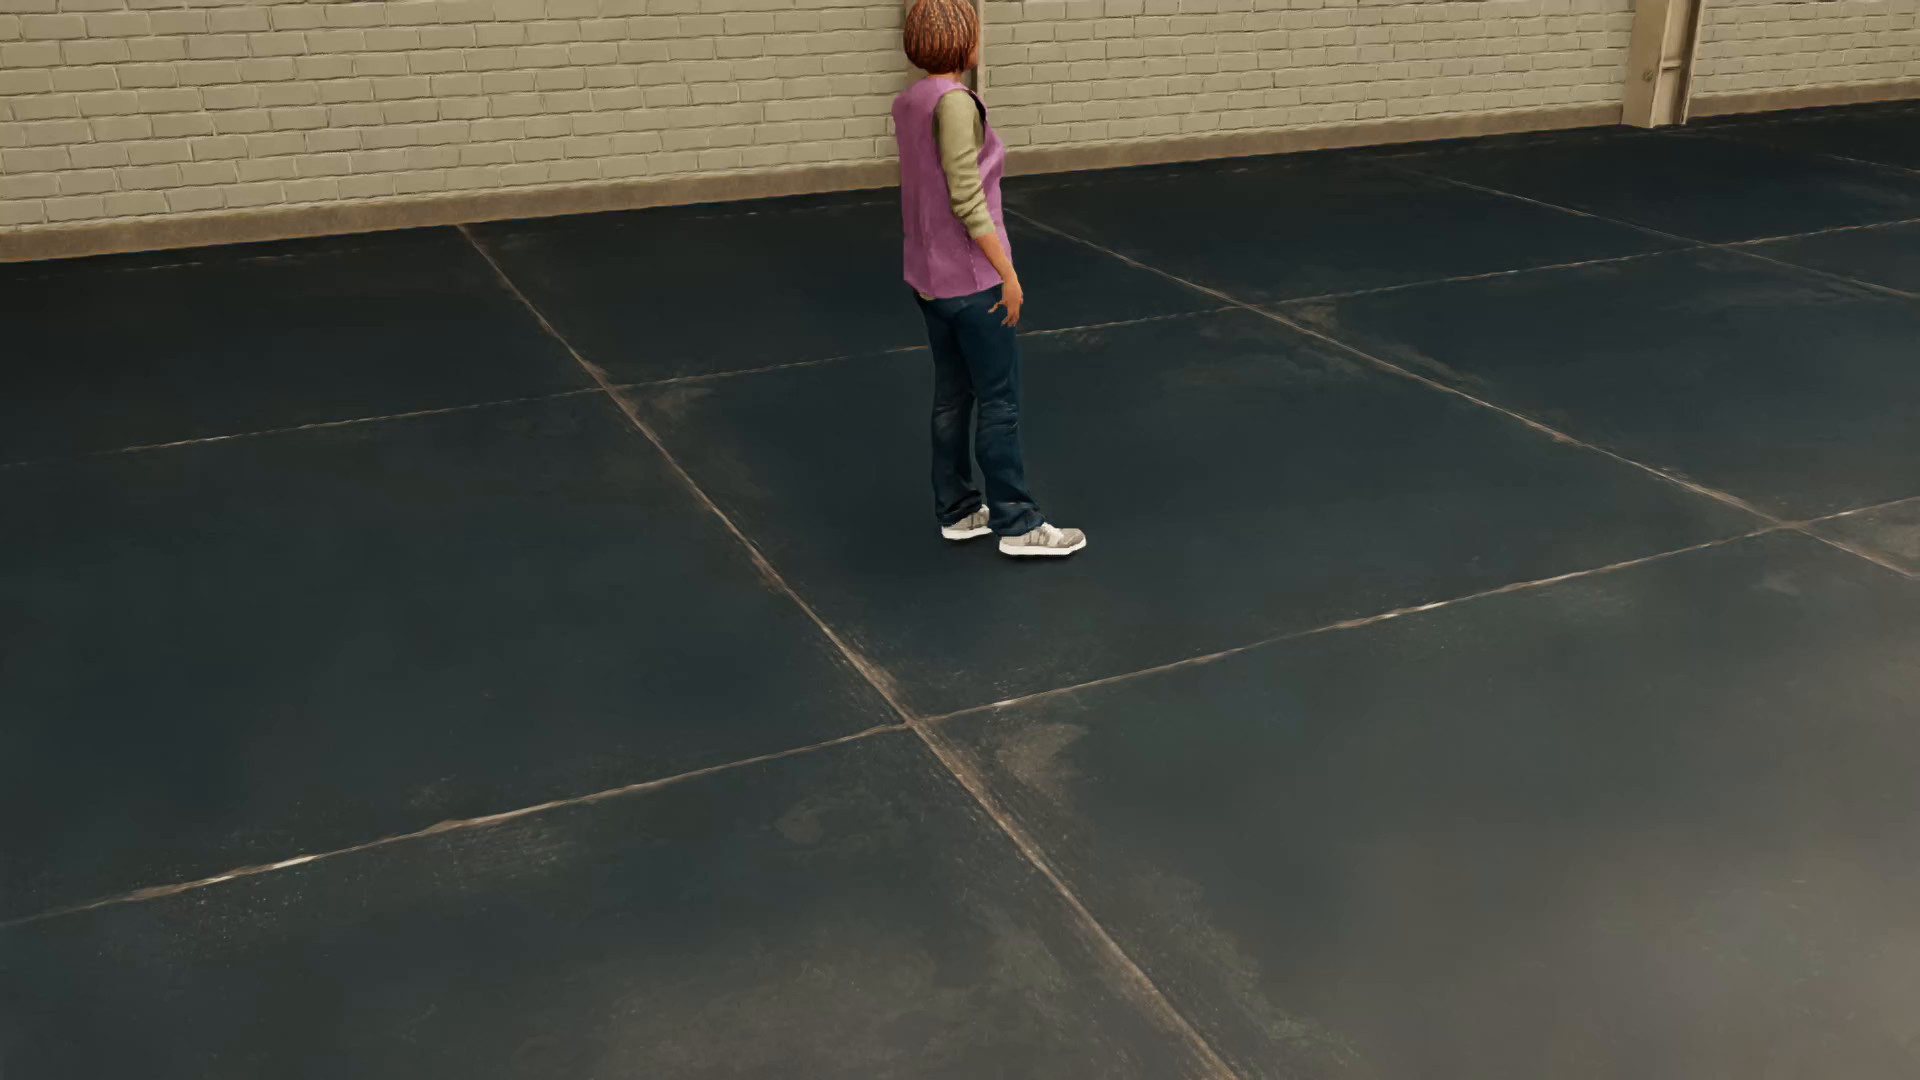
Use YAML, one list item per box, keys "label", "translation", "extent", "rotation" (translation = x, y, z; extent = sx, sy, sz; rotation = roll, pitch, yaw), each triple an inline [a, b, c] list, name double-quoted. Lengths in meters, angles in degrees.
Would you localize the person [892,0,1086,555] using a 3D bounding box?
- label: "person"
  translation: [0.073, -0.751, 4.815]
  extent: [0.474, 1.597, 0.520]
  rotation: [-10, 25, -23]
